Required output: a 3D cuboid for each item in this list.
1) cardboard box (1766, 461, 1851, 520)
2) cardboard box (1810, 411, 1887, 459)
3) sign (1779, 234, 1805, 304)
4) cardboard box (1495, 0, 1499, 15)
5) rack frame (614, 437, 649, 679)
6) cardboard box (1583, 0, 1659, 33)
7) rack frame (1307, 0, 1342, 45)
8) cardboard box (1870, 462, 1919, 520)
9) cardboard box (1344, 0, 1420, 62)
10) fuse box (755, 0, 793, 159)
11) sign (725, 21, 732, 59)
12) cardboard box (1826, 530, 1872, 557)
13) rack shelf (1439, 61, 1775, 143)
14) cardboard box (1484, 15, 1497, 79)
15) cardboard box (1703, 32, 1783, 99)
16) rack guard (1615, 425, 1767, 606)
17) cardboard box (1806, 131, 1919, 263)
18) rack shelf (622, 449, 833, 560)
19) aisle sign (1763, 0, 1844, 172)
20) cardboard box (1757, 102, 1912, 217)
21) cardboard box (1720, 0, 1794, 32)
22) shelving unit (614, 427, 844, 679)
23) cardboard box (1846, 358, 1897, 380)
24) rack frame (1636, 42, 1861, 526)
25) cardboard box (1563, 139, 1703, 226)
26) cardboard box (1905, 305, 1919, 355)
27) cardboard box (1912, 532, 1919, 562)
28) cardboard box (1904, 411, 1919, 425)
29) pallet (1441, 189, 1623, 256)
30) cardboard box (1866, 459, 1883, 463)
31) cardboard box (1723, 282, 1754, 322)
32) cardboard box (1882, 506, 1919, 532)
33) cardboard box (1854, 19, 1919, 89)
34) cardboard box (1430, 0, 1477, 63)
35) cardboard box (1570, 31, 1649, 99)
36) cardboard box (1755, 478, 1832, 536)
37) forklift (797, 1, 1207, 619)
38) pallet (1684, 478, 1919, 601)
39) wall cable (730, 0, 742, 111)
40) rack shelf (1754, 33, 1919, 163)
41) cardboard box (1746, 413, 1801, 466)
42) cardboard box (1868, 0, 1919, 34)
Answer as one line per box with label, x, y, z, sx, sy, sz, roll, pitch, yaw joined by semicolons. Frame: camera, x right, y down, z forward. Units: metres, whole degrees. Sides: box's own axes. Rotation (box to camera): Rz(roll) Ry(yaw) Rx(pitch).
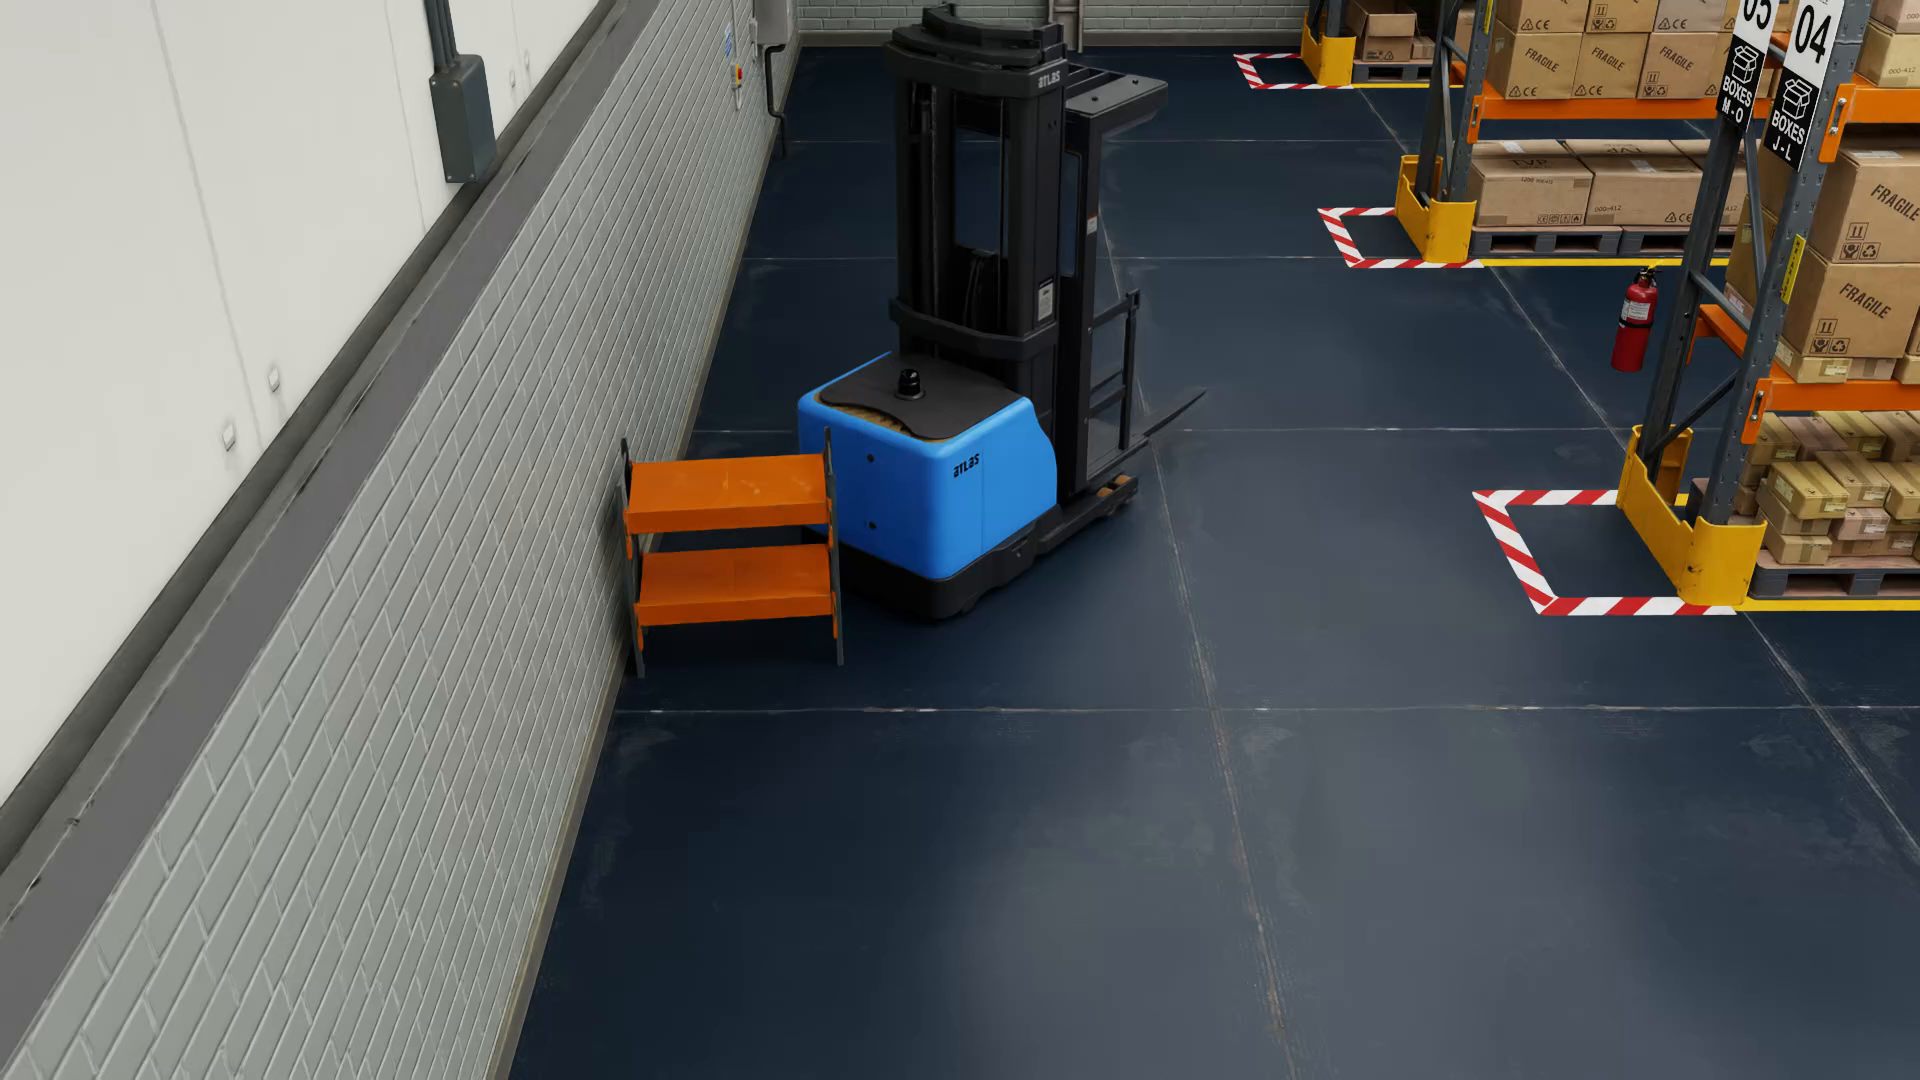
cardboard box;4.567;-0.269;8.960;0.250;0.149;0.380;-2;31;-3
cardboard box;5.078;-0.614;9.530;0.250;0.149;0.380;-1;31;-1
sign;4.044;-1.317;8.083;0.005;0.325;0.100;0;31;0
cardboard box;4.390;-4.391;12.924;0.500;0.500;0.500;1;31;1
rack frame;-1.654;0.096;8.397;0.032;1.125;0.500;-3;31;-5
cardboard box;4.908;-4.125;12.486;0.500;0.500;0.500;-1;31;-2
rack frame;3.876;-6.370;17.247;0.127;3.000;1.000;0;31;0
cardboard box;5.094;-0.266;8.956;0.250;0.149;0.380;0;31;0
cardboard box;4.488;-5.435;17.708;0.637;0.503;0.797;-1;31;-2
fuse box;-1.596;-4.305;15.085;0.414;1.711;0.539;0;31;0
sign;-1.790;-3.856;12.843;0.001;0.218;0.327;0;31;0
cardboard box;4.828;-0.068;9.203;0.250;0.149;0.380;0;31;0
rack shelf;5.910;-3.494;13.200;4.000;0.370;1.077;0;31;0
cardboard box;4.390;-3.977;13.206;0.500;0.500;0.500;0;31;0
cardboard box;5.907;-3.710;12.765;0.500;0.500;0.500;1;31;1
rack guard;4.117;-0.160;9.421;0.348;0.500;1.175;0;31;0
cardboard box;4.491;-1.689;8.185;0.500;0.500;0.500;0;31;-1
rack shelf;-1.149;-0.183;8.293;1.000;0.278;0.538;-3;31;-5
aisle sign;3.969;-2.184;7.841;0.004;0.787;0.394;0;31;0
cardboard box;4.497;-1.956;8.625;0.500;0.500;0.500;-1;31;-1
cardboard box;5.922;-4.133;12.498;0.500;0.500;0.500;0;31;0
shelving unit;-1.149;0.067;8.445;1.048;1.125;0.538;-3;31;-5
cardboard box;4.621;-0.974;8.595;0.250;0.149;0.380;1;31;1
rack frame;4.041;-1.228;8.772;0.127;3.000;1.000;0;31;0
cardboard box;5.484;-2.941;13.660;0.875;0.438;0.875;1;31;1
cardboard box;5.026;-1.271;8.459;0.500;0.500;0.500;0;31;0
cardboard box;5.332;-0.016;9.118;0.250;0.149;0.380;0;31;0
cardboard box;5.606;-0.612;9.526;0.250;0.149;0.380;1;31;2
pallet;4.709;-2.647;13.798;1.213;0.211;1.003;0;31;0
cardboard box;5.086;-0.468;9.576;0.250;0.149;0.380;-1;31;-2
cardboard box;4.365;-1.269;9.080;0.250;0.149;0.380;0;31;0
cardboard box;5.084;-0.203;9.139;0.250;0.149;0.380;0;31;0
cardboard box;4.491;-2.315;7.817;0.500;0.250;0.500;1;31;1
cardboard box;5.343;-5.416;17.680;0.500;0.500;0.700;1;31;2
cardboard box;4.897;-3.707;12.761;0.500;0.500;0.500;-1;31;-1
cardboard box;4.566;-0.185;9.109;0.250;0.149;0.380;1;31;2
forklift;0.417;-1.537;9.348;1.130;2.935;3.031;22;38;32
pallet;4.929;-0.021;9.470;1.213;0.211;1.003;0;31;0
wall cable;-1.729;-4.214;12.683;0.123;1.953;0.585;0;31;0
rack shelf;6.041;-2.209;8.191;4.000;0.370;1.077;0;31;0
cardboard box;4.568;-0.577;9.468;0.250;0.149;0.380;0;31;0
cardboard box;4.491;-2.527;7.683;0.500;0.250;0.500;0;31;0
